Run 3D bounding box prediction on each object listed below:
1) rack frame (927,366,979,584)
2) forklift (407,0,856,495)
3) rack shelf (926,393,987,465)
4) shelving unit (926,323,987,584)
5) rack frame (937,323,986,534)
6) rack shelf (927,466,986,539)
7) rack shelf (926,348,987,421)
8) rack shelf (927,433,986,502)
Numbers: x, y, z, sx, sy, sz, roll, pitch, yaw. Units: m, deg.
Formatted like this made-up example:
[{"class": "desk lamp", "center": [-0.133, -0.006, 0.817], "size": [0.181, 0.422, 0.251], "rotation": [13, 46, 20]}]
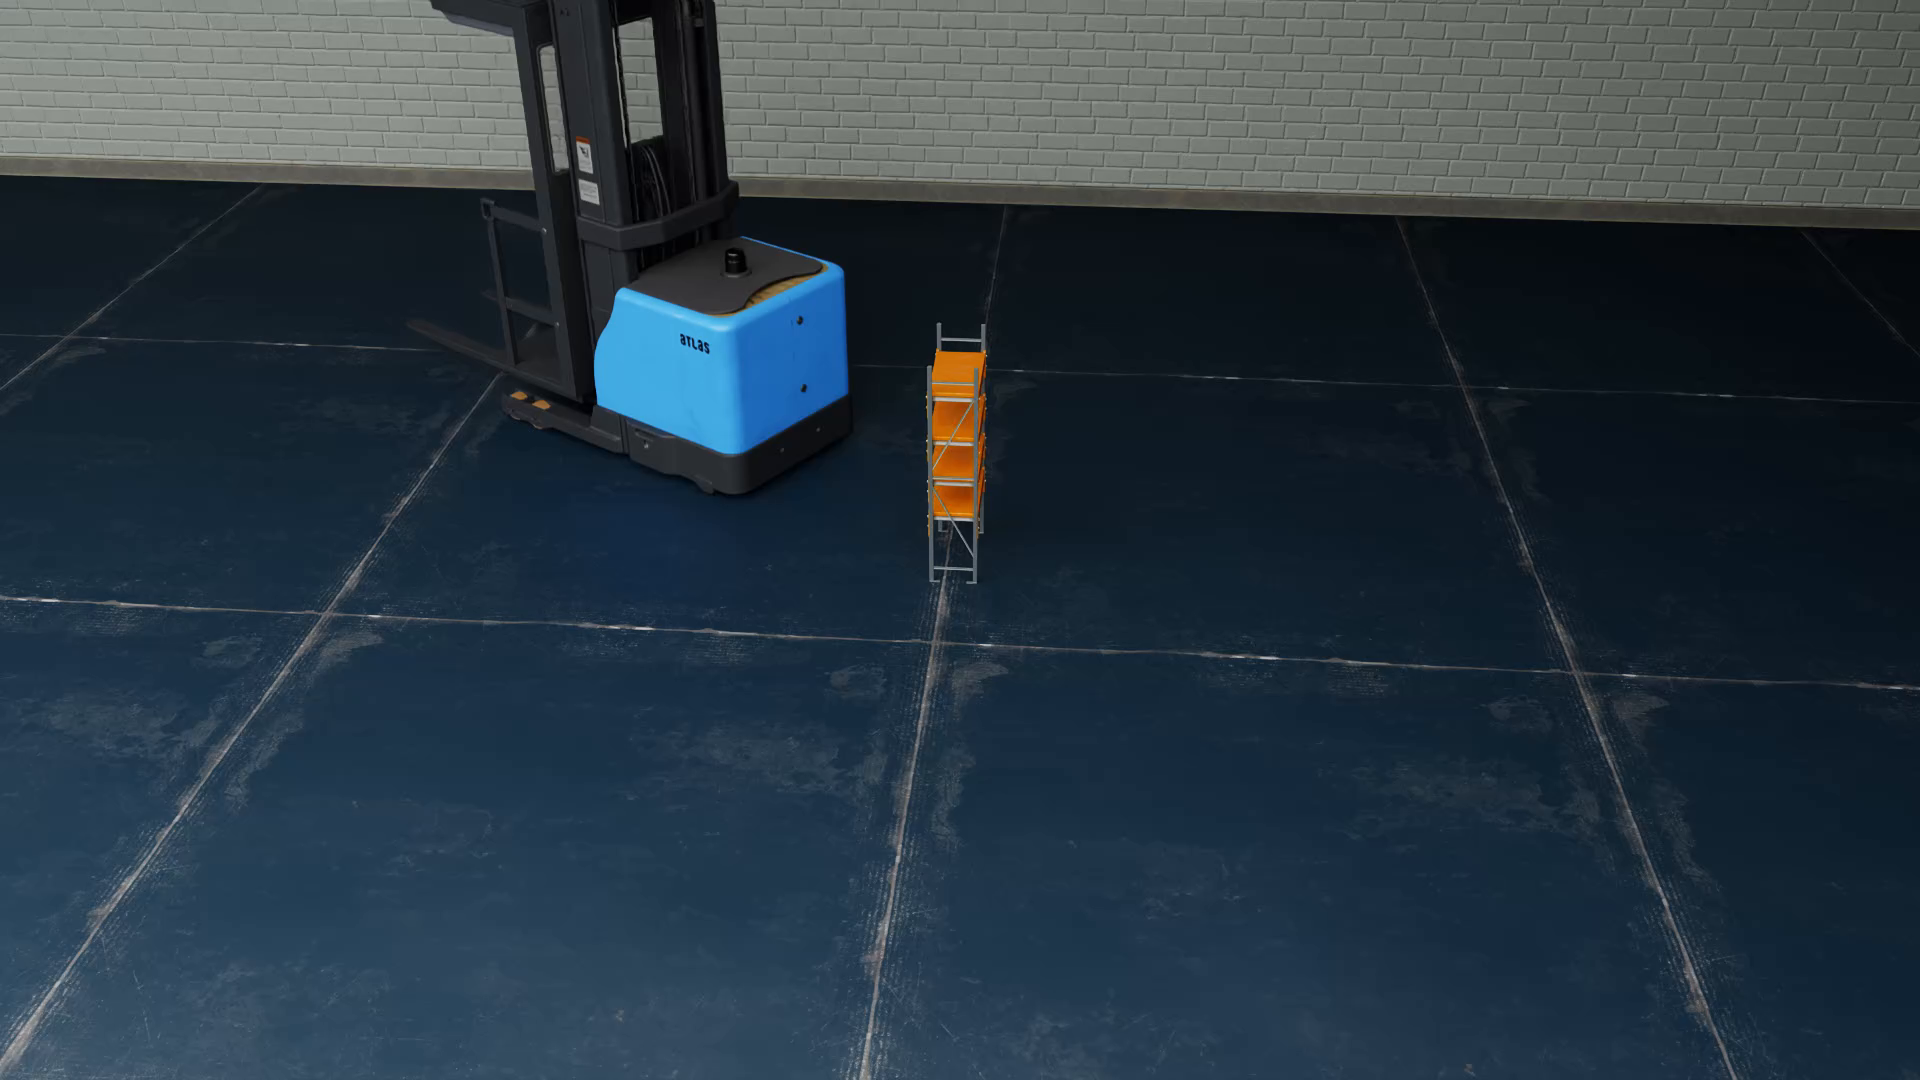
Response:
[{"class": "rack frame", "center": [-0.033, -0.297, 8.088], "size": [0.240, 1.200, 0.015], "rotation": [2, 32, 4]}, {"class": "forklift", "center": [-2.093, -2.098, 9.360], "size": [3.031, 2.935, 1.130], "rotation": [21, 37, 30]}, {"class": "rack shelf", "center": [-0.013, -0.557, 8.213], "size": [0.258, 0.148, 0.480], "rotation": [2, 32, 4]}, {"class": "shelving unit", "center": [-0.013, -0.424, 8.295], "size": [0.258, 1.200, 0.503], "rotation": [2, 32, 4]}, {"class": "rack frame", "center": [0.006, -0.552, 8.502], "size": [0.240, 1.200, 0.015], "rotation": [2, 32, 4]}, {"class": "rack shelf", "center": [-0.013, -0.198, 8.434], "size": [0.258, 0.148, 0.480], "rotation": [2, 32, 4]}, {"class": "rack shelf", "center": [-0.013, -0.759, 8.089], "size": [0.258, 0.148, 0.480], "rotation": [2, 32, 4]}, {"class": "rack shelf", "center": [-0.013, -0.367, 8.330], "size": [0.258, 0.148, 0.480], "rotation": [2, 32, 4]}]
